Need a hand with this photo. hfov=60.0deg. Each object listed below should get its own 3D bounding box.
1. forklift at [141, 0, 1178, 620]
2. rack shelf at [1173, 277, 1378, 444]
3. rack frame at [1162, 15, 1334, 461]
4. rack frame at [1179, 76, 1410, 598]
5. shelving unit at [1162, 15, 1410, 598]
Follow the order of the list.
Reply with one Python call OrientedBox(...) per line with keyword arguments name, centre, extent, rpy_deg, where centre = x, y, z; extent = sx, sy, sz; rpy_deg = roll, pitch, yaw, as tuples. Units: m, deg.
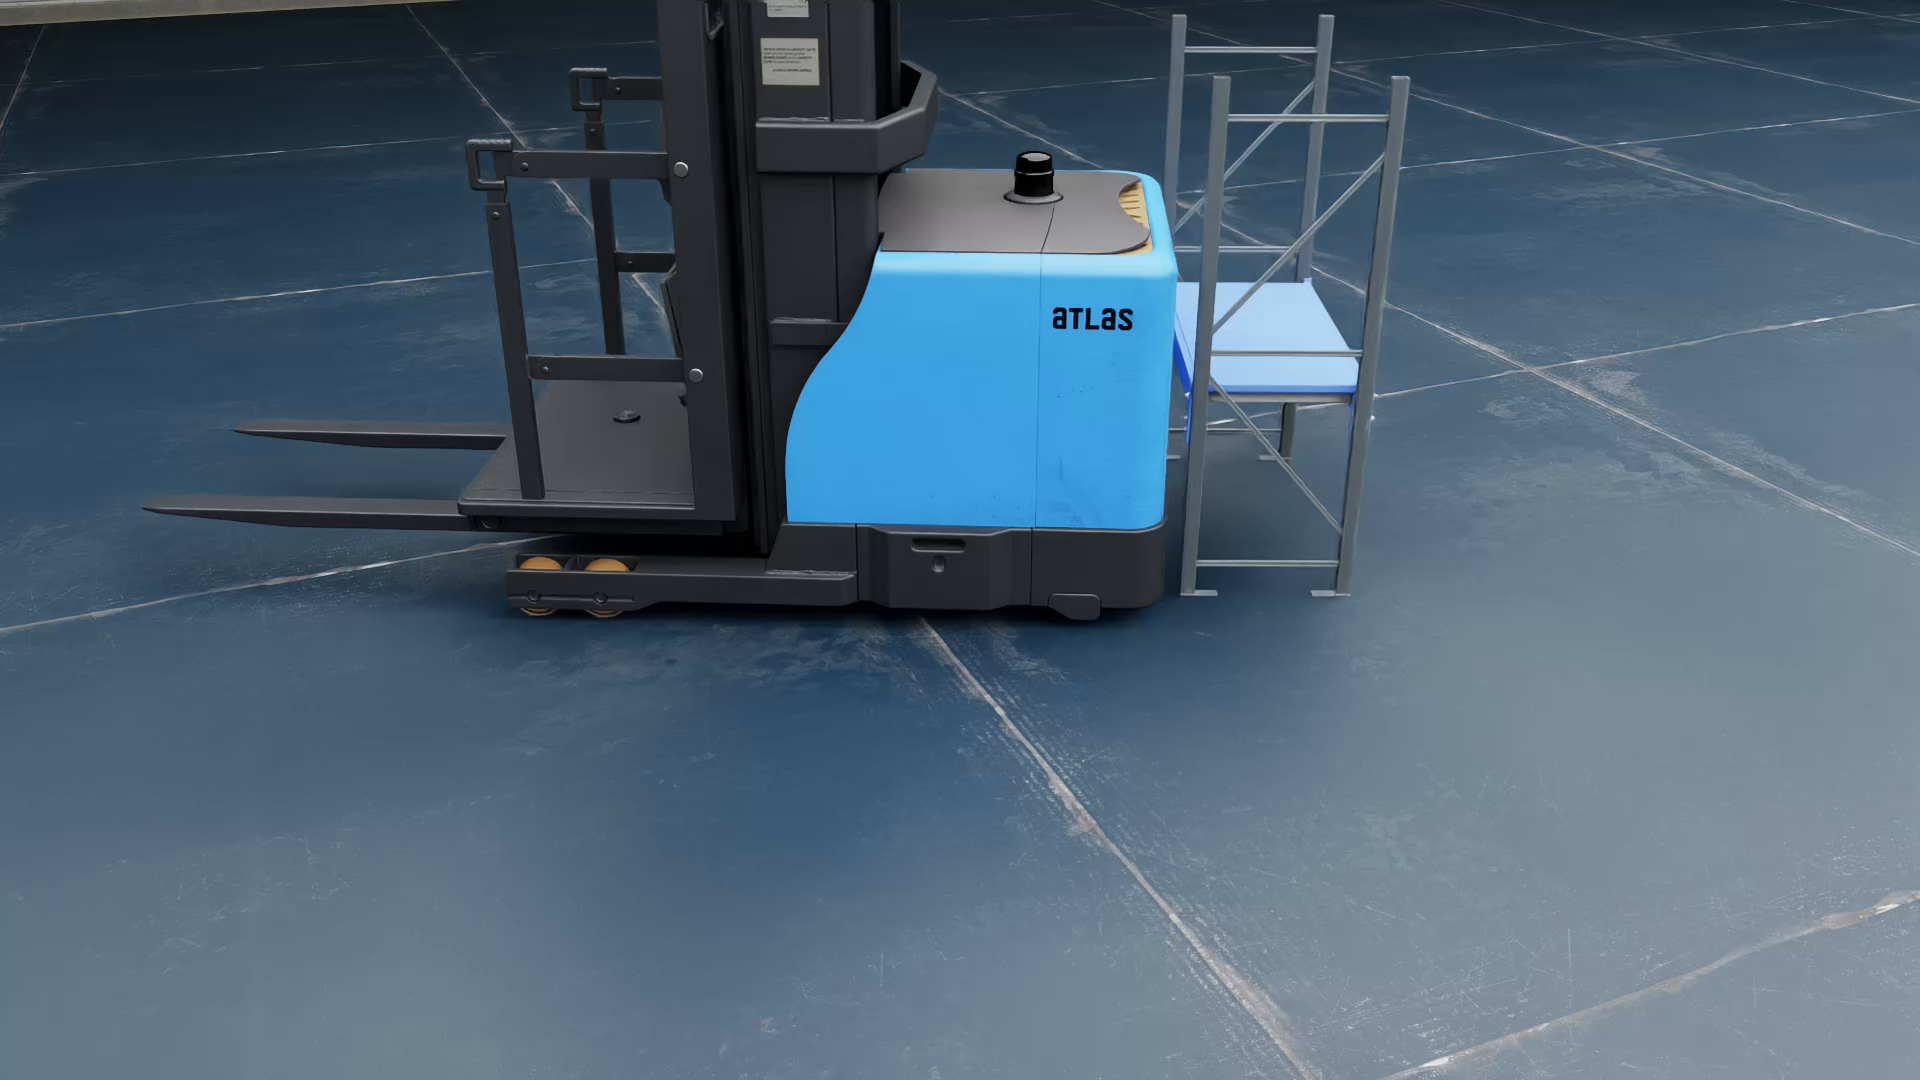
OrientedBox(name="forklift", centre=(-0.906, -1.323, 4.619), extent=(3.031, 2.935, 1.130), rpy_deg=(1, 26, 3))
OrientedBox(name="rack shelf", centre=(0.905, -0.573, 5.123), extent=(0.538, 0.185, 1.000), rpy_deg=(0, 26, 1))
OrientedBox(name="rack frame", centre=(0.911, -0.957, 5.501), extent=(0.500, 1.500, 0.032), rpy_deg=(0, 26, 1))
OrientedBox(name="rack frame", centre=(0.899, -0.511, 4.588), extent=(0.500, 1.500, 0.032), rpy_deg=(0, 26, 1))
OrientedBox(name="shelving unit", centre=(0.905, -0.734, 5.045), extent=(0.538, 1.500, 1.048), rpy_deg=(0, 26, 1))
